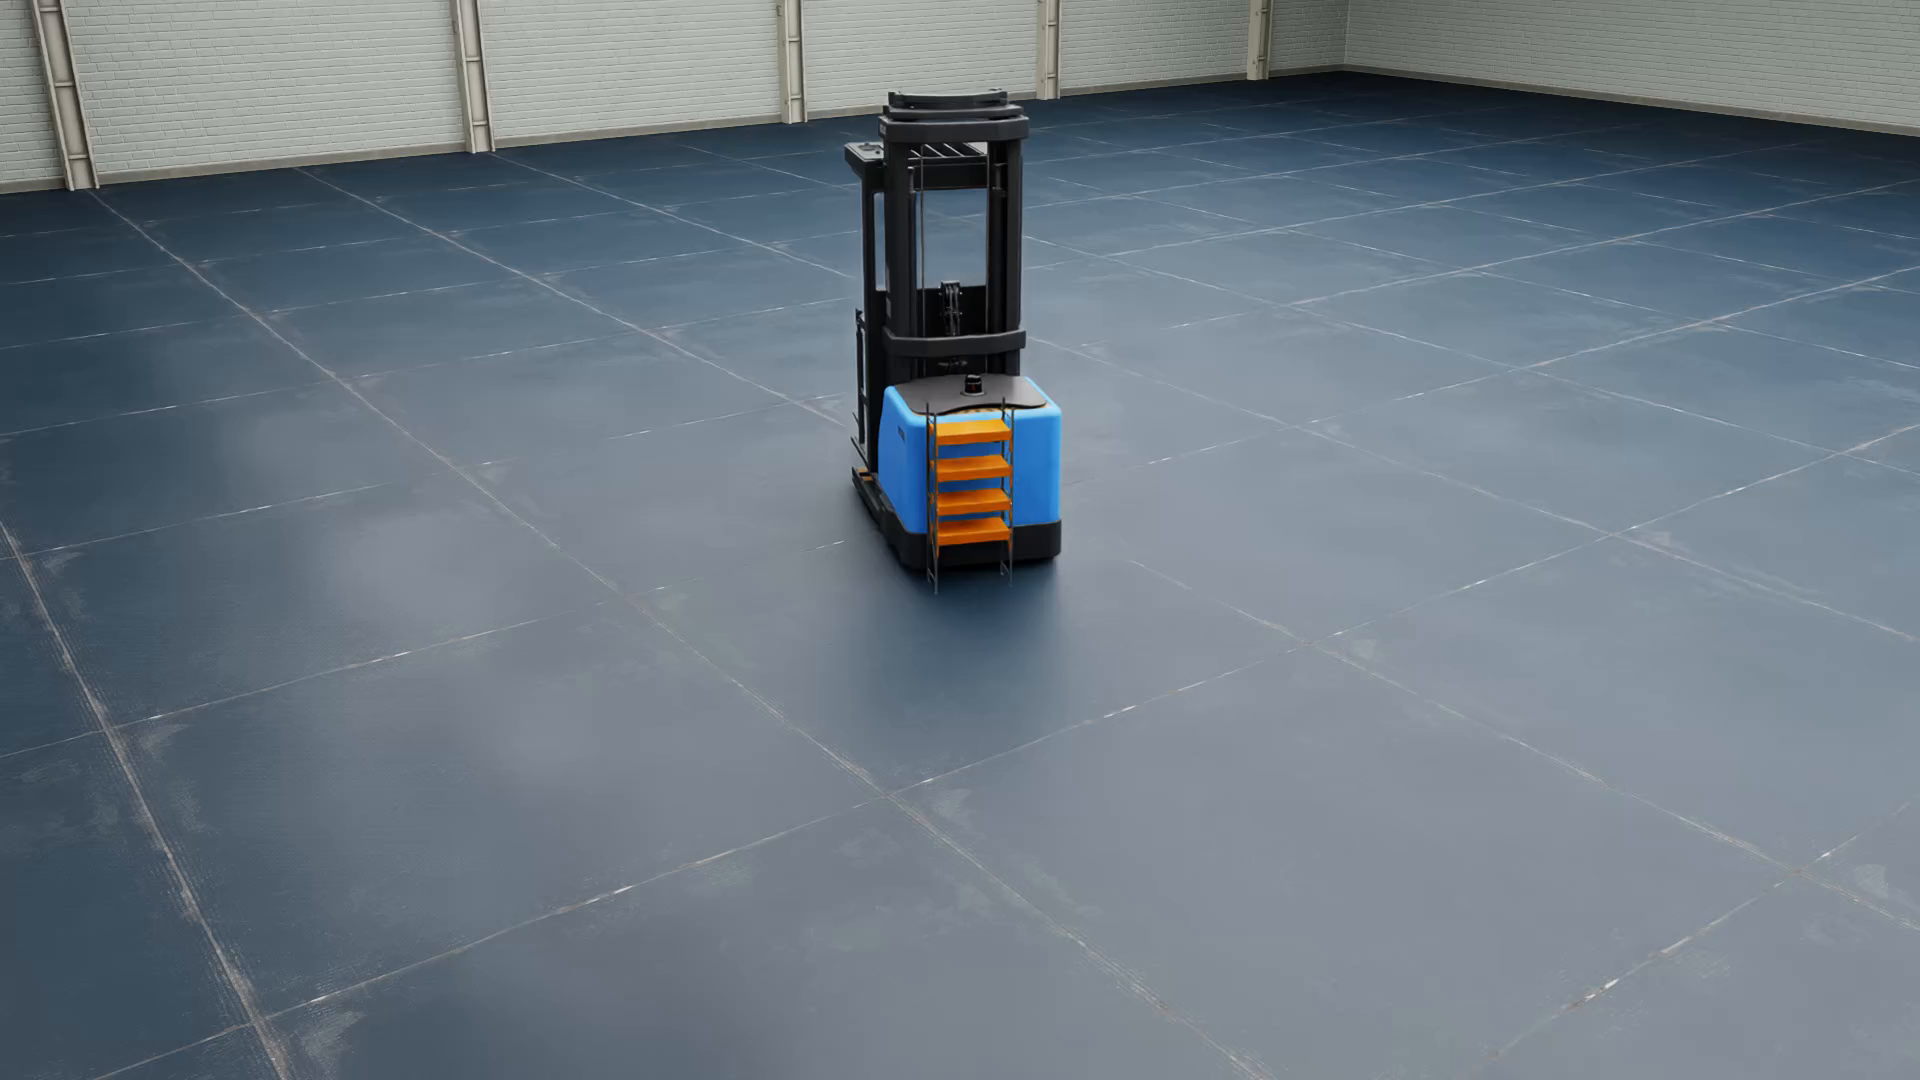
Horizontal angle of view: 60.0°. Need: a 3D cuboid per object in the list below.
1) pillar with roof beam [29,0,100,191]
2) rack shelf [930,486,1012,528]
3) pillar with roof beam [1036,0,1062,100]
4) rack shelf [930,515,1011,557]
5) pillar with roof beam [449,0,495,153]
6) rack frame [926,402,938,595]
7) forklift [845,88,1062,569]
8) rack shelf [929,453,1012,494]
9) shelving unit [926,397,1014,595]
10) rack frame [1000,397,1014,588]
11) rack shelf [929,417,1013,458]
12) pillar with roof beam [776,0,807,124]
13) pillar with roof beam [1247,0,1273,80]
[{"bbox_3d":[-10.300,-8.033,19.384,0.400,9.000,9.100,-15,26,-33],"label":"pillar with roof beam"},{"bbox_3d":[0.061,-0.211,10.489,0.480,0.148,0.258,-5,22,-13],"label":"rack shelf"},{"bbox_3d":[4.311,-11.929,29.148,0.400,9.000,9.100,-15,26,-33],"label":"pillar with roof beam"},{"bbox_3d":[0.061,-0.027,10.562,0.480,0.148,0.258,-5,22,-13],"label":"rack shelf"},{"bbox_3d":[-5.430,-9.331,22.639,0.400,9.000,9.100,-15,26,-33],"label":"pillar with roof beam"},{"bbox_3d":[-0.176,-0.253,10.410,0.015,1.200,0.240,-5,22,-13],"label":"rack frame"},{"bbox_3d":[-0.177,-1.691,11.679,1.130,2.935,3.031,-5,22,-13],"label":"forklift"},{"bbox_3d":[0.061,-0.419,10.406,0.480,0.148,0.258,-5,22,-13],"label":"rack shelf"},{"bbox_3d":[0.061,-0.274,10.464,0.503,1.200,0.258,-5,22,-13],"label":"shelving unit"},{"bbox_3d":[0.298,-0.295,10.517,0.015,1.200,0.240,-5,22,-13],"label":"rack frame"},{"bbox_3d":[0.061,-0.639,10.318,0.480,0.148,0.258,-5,22,-13],"label":"rack shelf"},{"bbox_3d":[-0.559,-10.630,25.893,0.400,9.000,9.100,-15,26,-33],"label":"pillar with roof beam"},{"bbox_3d":[9.182,-13.227,32.403,0.400,9.000,9.100,-15,26,-33],"label":"pillar with roof beam"}]
